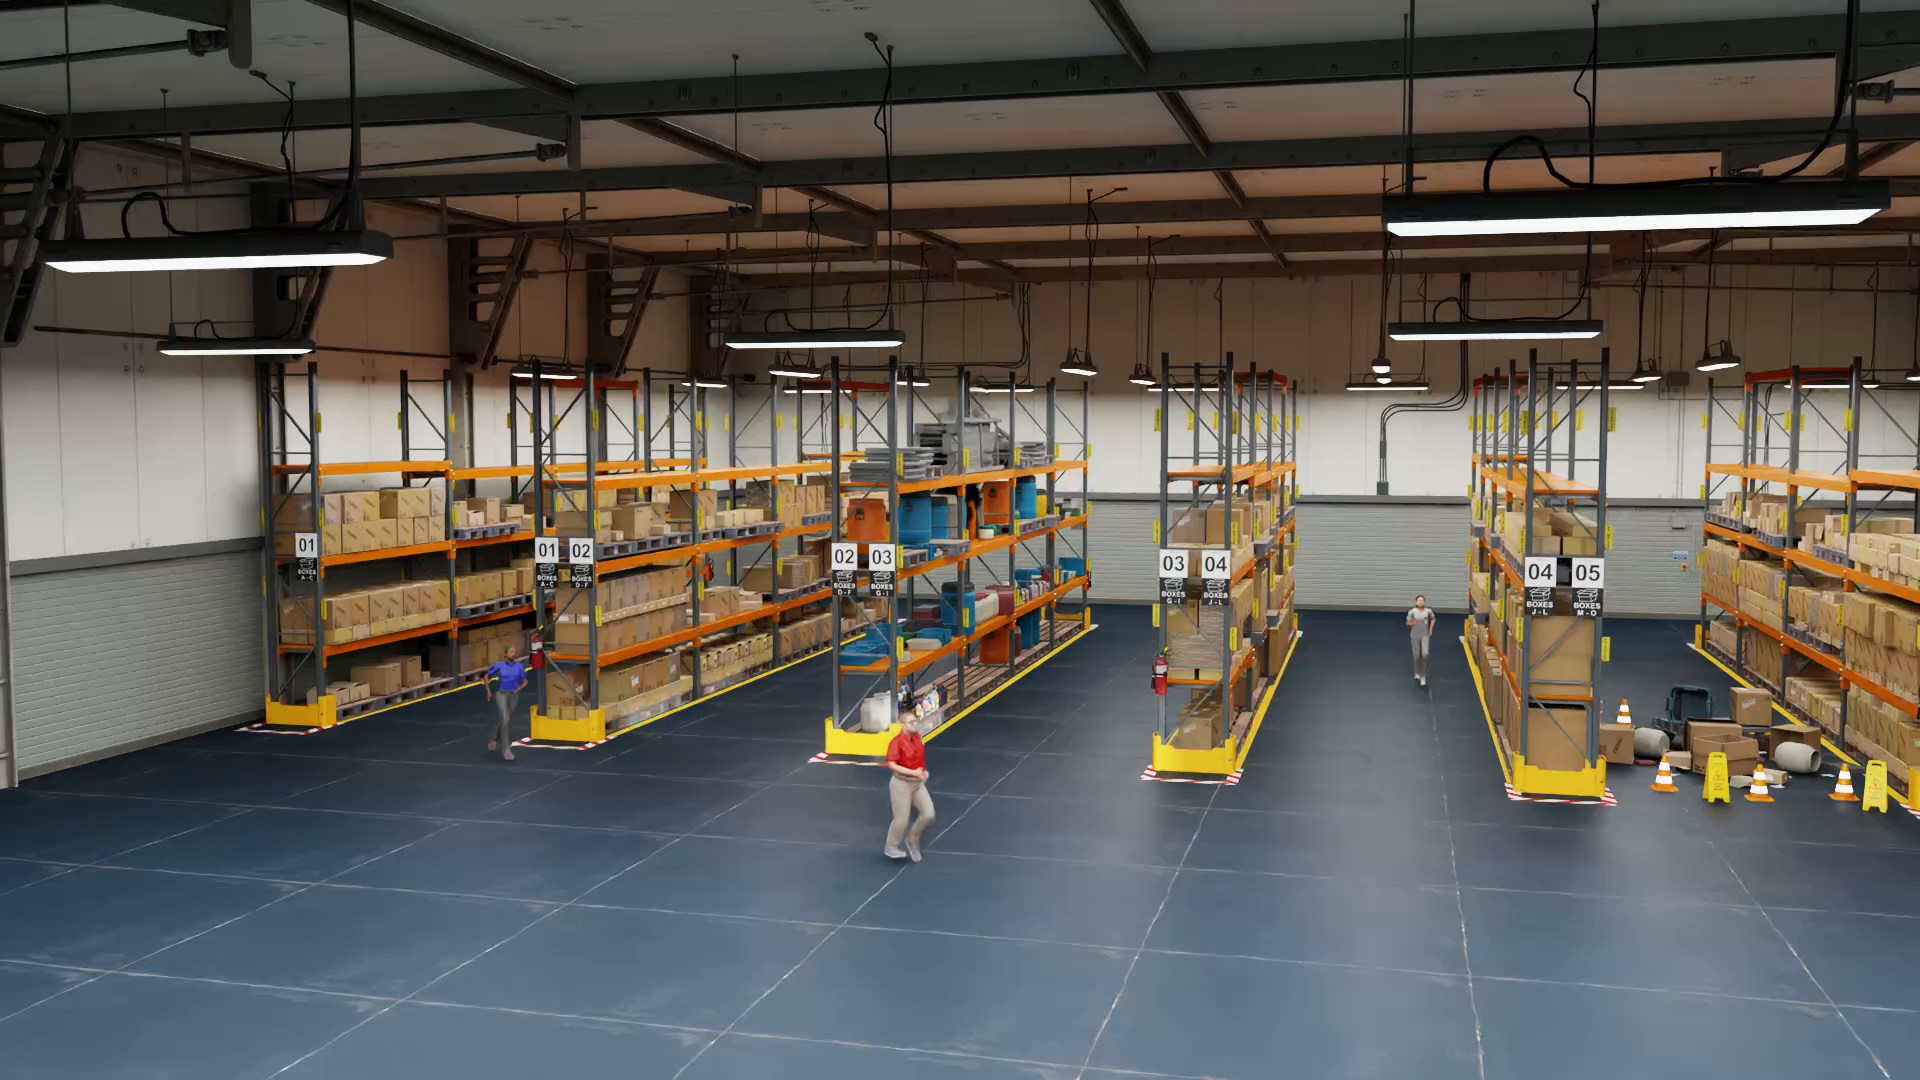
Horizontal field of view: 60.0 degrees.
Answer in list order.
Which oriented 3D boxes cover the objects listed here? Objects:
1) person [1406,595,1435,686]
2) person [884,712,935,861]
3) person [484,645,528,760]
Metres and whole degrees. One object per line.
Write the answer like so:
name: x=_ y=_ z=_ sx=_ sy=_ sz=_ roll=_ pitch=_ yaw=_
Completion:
person: x=8.861 y=1.917 z=32.003 sx=0.547 sy=1.717 sz=0.716 roll=1 pitch=4 yaw=15
person: x=-0.546 y=2.834 z=18.914 sx=0.702 sy=1.760 sz=0.693 roll=4 pitch=5 yaw=42
person: x=-6.799 y=2.416 z=25.048 sx=0.604 sy=1.649 sz=0.868 roll=-3 pitch=5 yaw=-38
